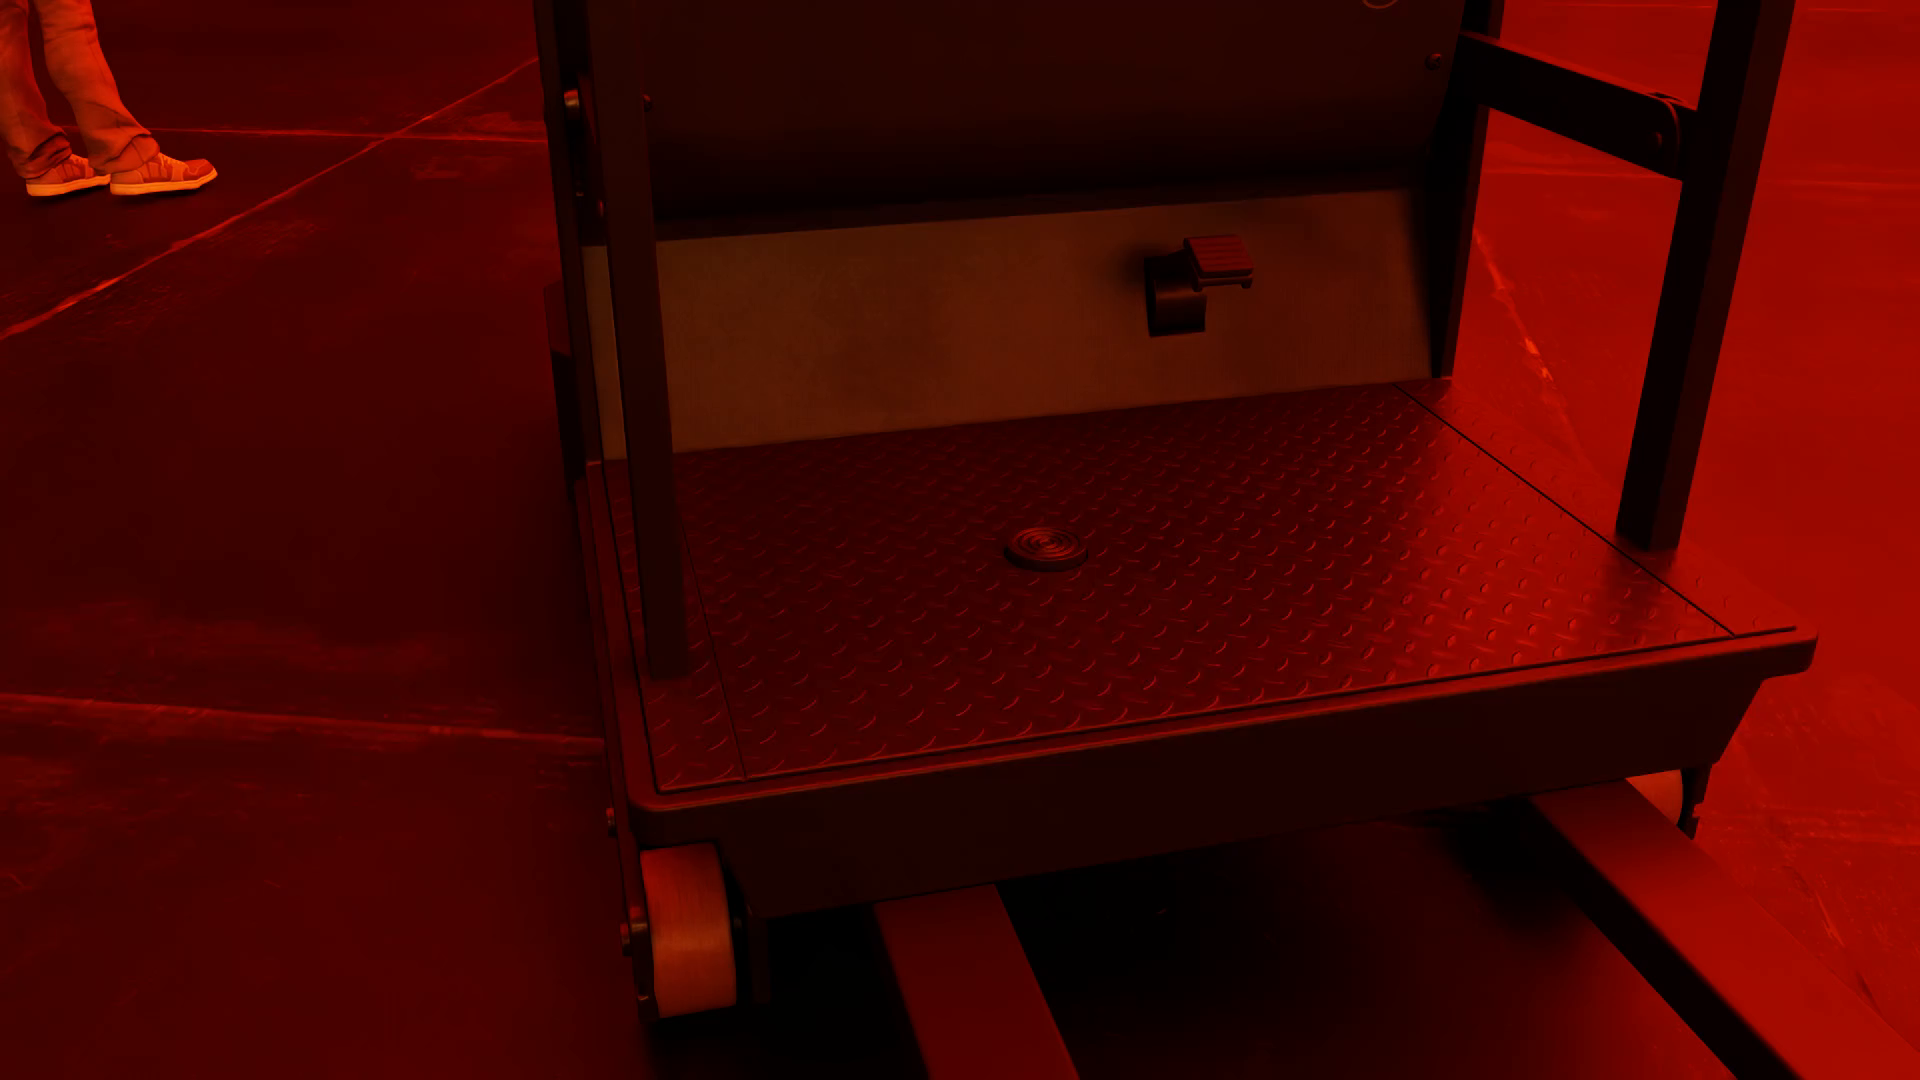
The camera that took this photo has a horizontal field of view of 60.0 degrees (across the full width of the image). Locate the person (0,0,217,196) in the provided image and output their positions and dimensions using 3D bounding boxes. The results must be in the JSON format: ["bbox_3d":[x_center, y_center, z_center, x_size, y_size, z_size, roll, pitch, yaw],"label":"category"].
[{"bbox_3d":[-2.261,-1.615,3.932,0.518,1.598,0.475,15,30,27],"label":"person"}]

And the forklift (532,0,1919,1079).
[{"bbox_3d":[0.153,-1.049,1.319,1.130,2.935,3.031,-7,27,-13],"label":"forklift"}]
